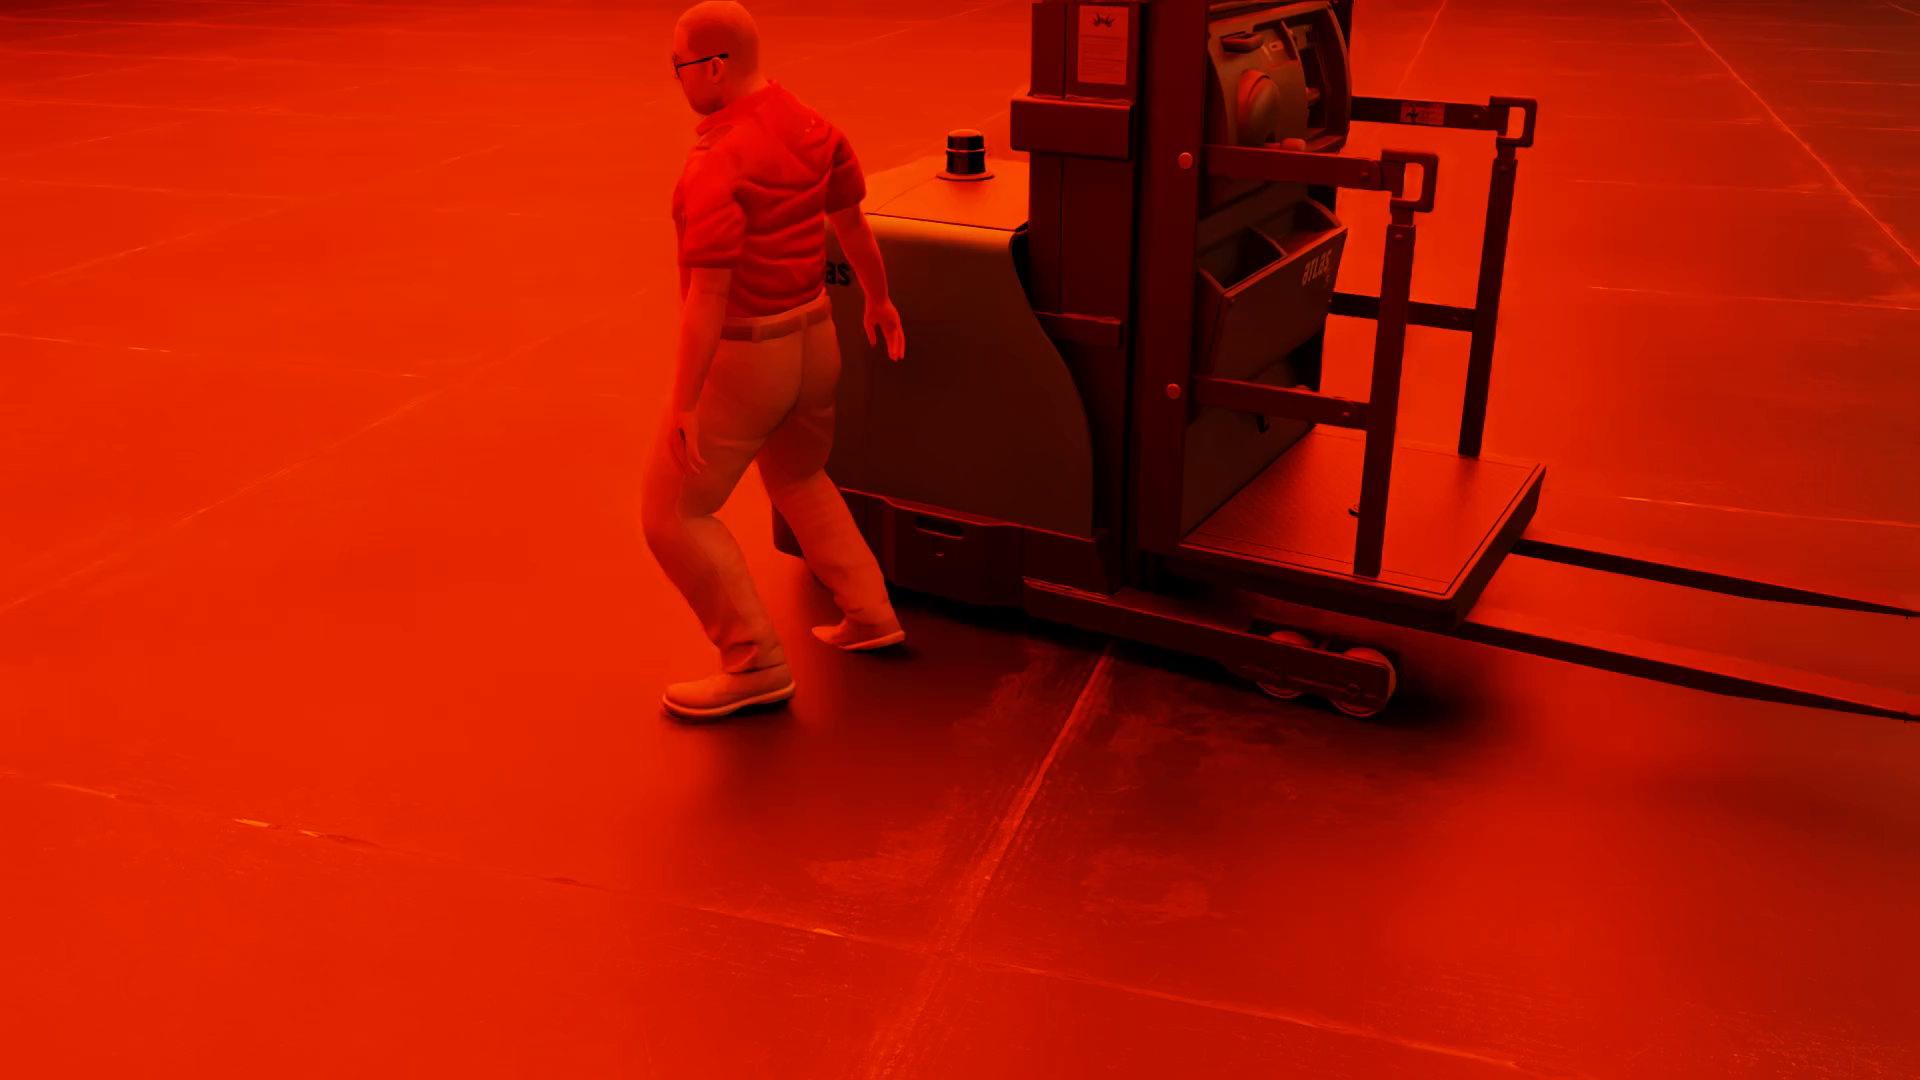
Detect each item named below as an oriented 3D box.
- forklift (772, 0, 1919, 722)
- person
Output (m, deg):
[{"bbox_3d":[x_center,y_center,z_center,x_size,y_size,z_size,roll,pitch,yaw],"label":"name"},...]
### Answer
[{"bbox_3d":[0.986,-1.154,4.075,3.031,2.935,1.130,12,25,27],"label":"forklift"},{"bbox_3d":[-0.427,-0.437,4.072,0.466,1.708,0.864,14,26,30],"label":"person"}]
